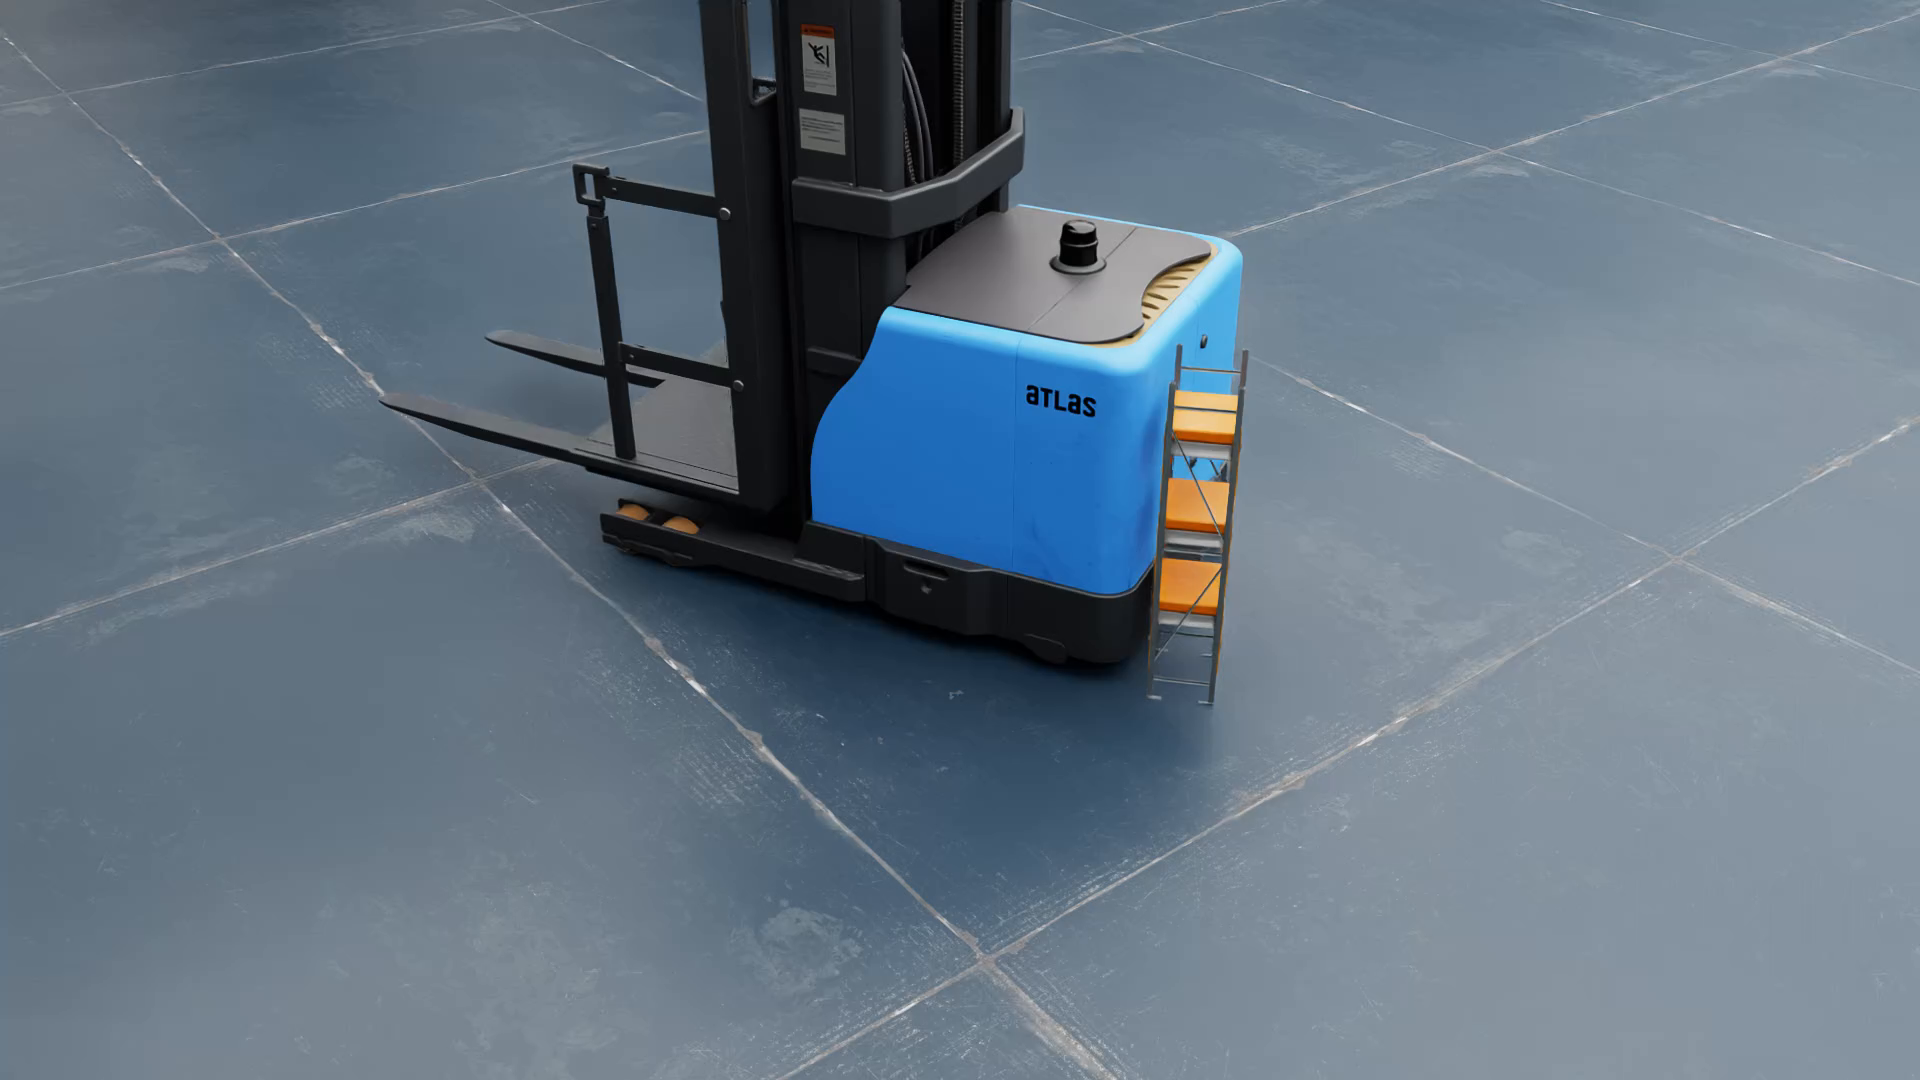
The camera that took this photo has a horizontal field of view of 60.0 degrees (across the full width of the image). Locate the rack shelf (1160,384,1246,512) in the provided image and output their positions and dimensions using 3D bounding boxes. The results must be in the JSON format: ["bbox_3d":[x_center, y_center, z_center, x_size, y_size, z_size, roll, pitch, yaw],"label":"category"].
[{"bbox_3d":[0.681,-0.260,4.656,0.215,0.259,0.240,6,32,9],"label":"rack shelf"}]

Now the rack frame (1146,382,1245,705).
[{"bbox_3d":[0.658,0.035,4.698,0.200,1.050,0.008,6,32,9],"label":"rack frame"}]

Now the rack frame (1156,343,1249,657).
[{"bbox_3d":[0.704,-0.091,4.902,0.200,1.050,0.008,6,32,9],"label":"rack frame"}]

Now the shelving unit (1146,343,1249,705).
[{"bbox_3d":[0.681,-0.028,4.800,0.215,1.050,0.252,6,32,9],"label":"shelving unit"}]

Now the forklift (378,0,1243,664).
[{"bbox_3d":[-0.653,-1.388,5.207,3.031,2.935,1.130,14,35,22],"label":"forklift"}]

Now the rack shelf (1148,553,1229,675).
[{"bbox_3d":[0.681,0.217,4.952,0.215,0.259,0.240,6,32,9],"label":"rack shelf"}]

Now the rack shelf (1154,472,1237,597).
[{"bbox_3d":[0.681,-0.019,4.806,0.215,0.259,0.240,6,32,9],"label":"rack shelf"}]
